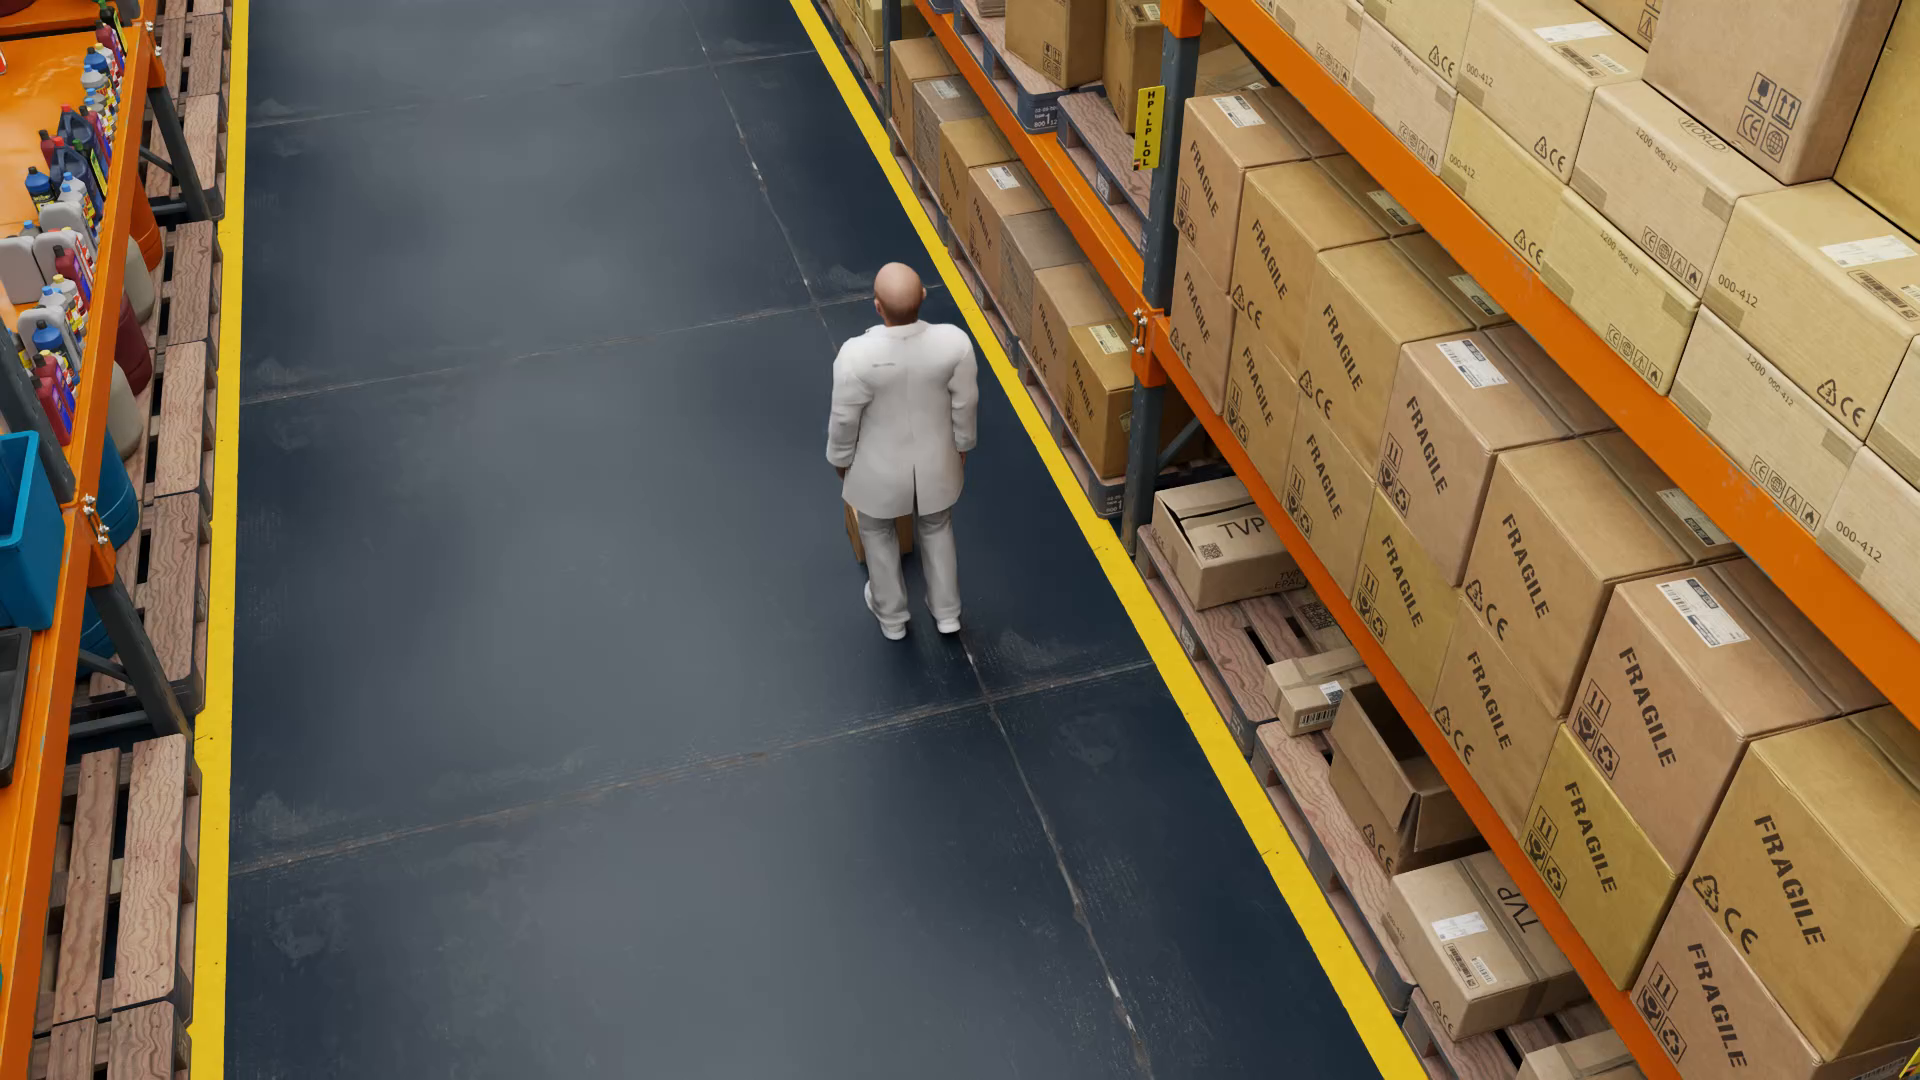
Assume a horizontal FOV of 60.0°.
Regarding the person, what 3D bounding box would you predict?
[{"bbox_3d":[-0.228,-0.320,6.589,0.601,1.833,0.429,-11,43,-12],"label":"person"}]
